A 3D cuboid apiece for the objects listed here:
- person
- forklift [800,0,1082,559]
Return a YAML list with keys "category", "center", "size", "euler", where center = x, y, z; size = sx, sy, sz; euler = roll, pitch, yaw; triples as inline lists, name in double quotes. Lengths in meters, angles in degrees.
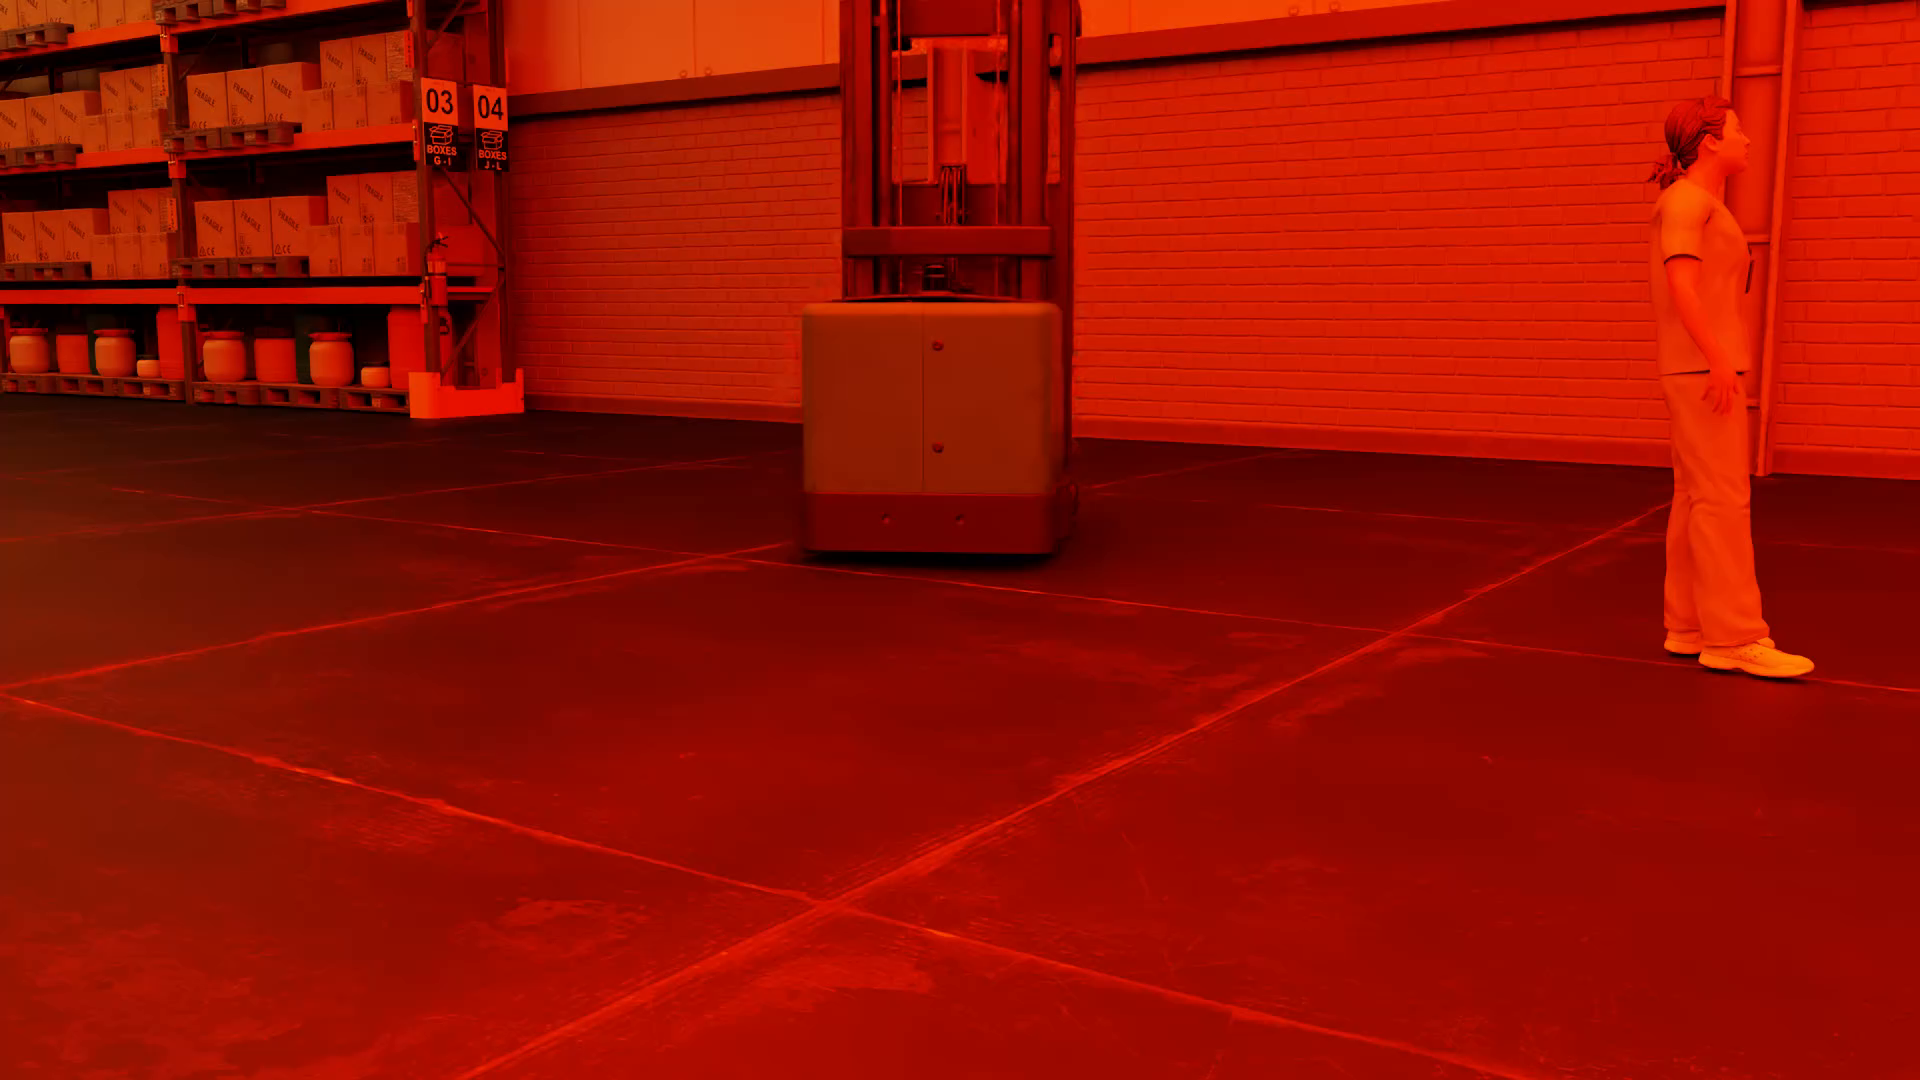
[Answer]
- category: "person"
  center: [2.293, -0.476, 4.948]
  size: [0.548, 1.673, 0.549]
  euler: [4, 9, 27]
- category: "forklift"
  center: [0.017, -1.541, 8.029]
  size: [1.130, 2.935, 3.031]
  euler: [1, 8, 6]
